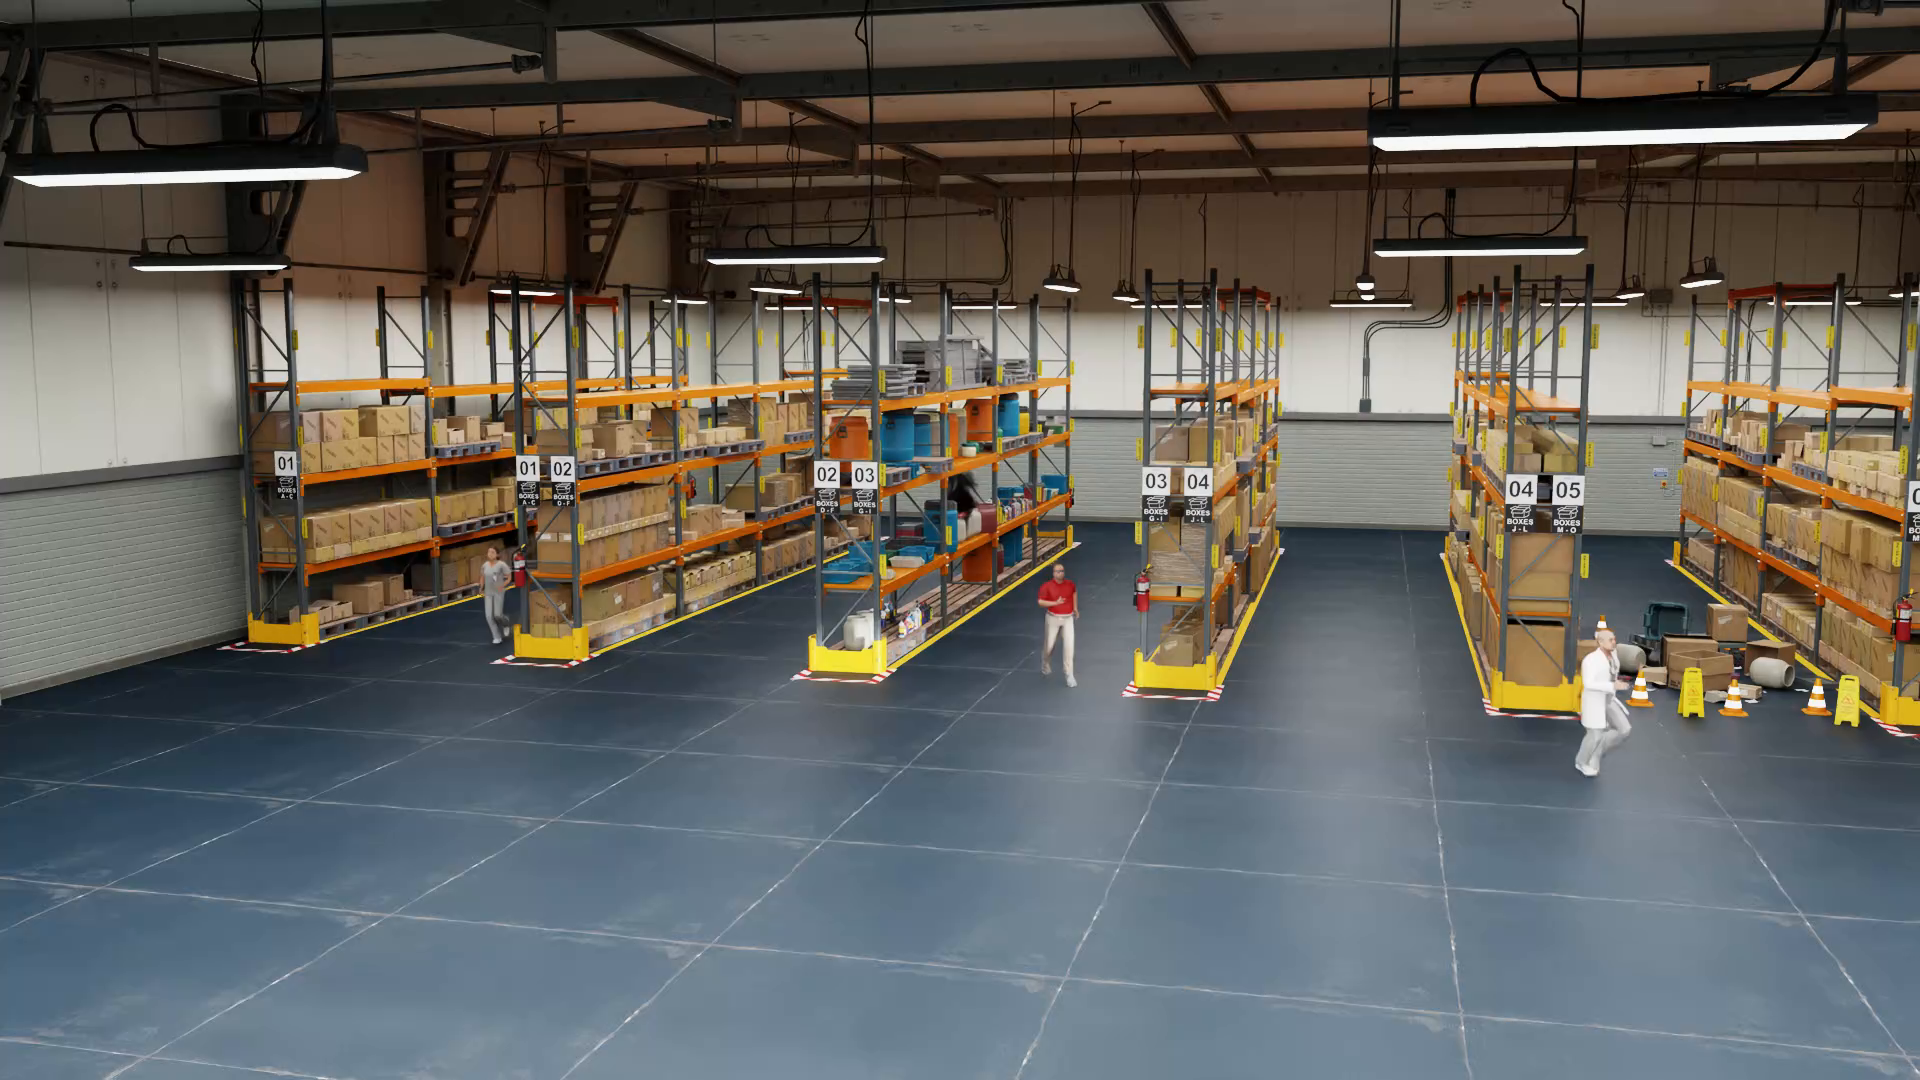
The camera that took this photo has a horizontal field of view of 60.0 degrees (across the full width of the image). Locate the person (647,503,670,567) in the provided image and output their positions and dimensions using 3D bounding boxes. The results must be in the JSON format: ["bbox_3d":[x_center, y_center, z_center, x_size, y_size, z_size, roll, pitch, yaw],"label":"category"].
[{"bbox_3d":[-6.790,-0.343,37.041,0.560,1.783,0.906,1,7,9],"label":"person"}]

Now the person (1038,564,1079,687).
[{"bbox_3d":[1.460,1.212,24.418,0.664,1.739,0.933,-2,7,-13],"label":"person"}]

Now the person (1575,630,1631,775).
[{"bbox_3d":[7.335,1.868,18.941,0.759,1.726,0.794,-4,8,-29],"label":"person"}]

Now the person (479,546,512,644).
[{"bbox_3d":[-7.697,0.896,27.554,0.548,1.624,0.558,1,7,8],"label":"person"}]
